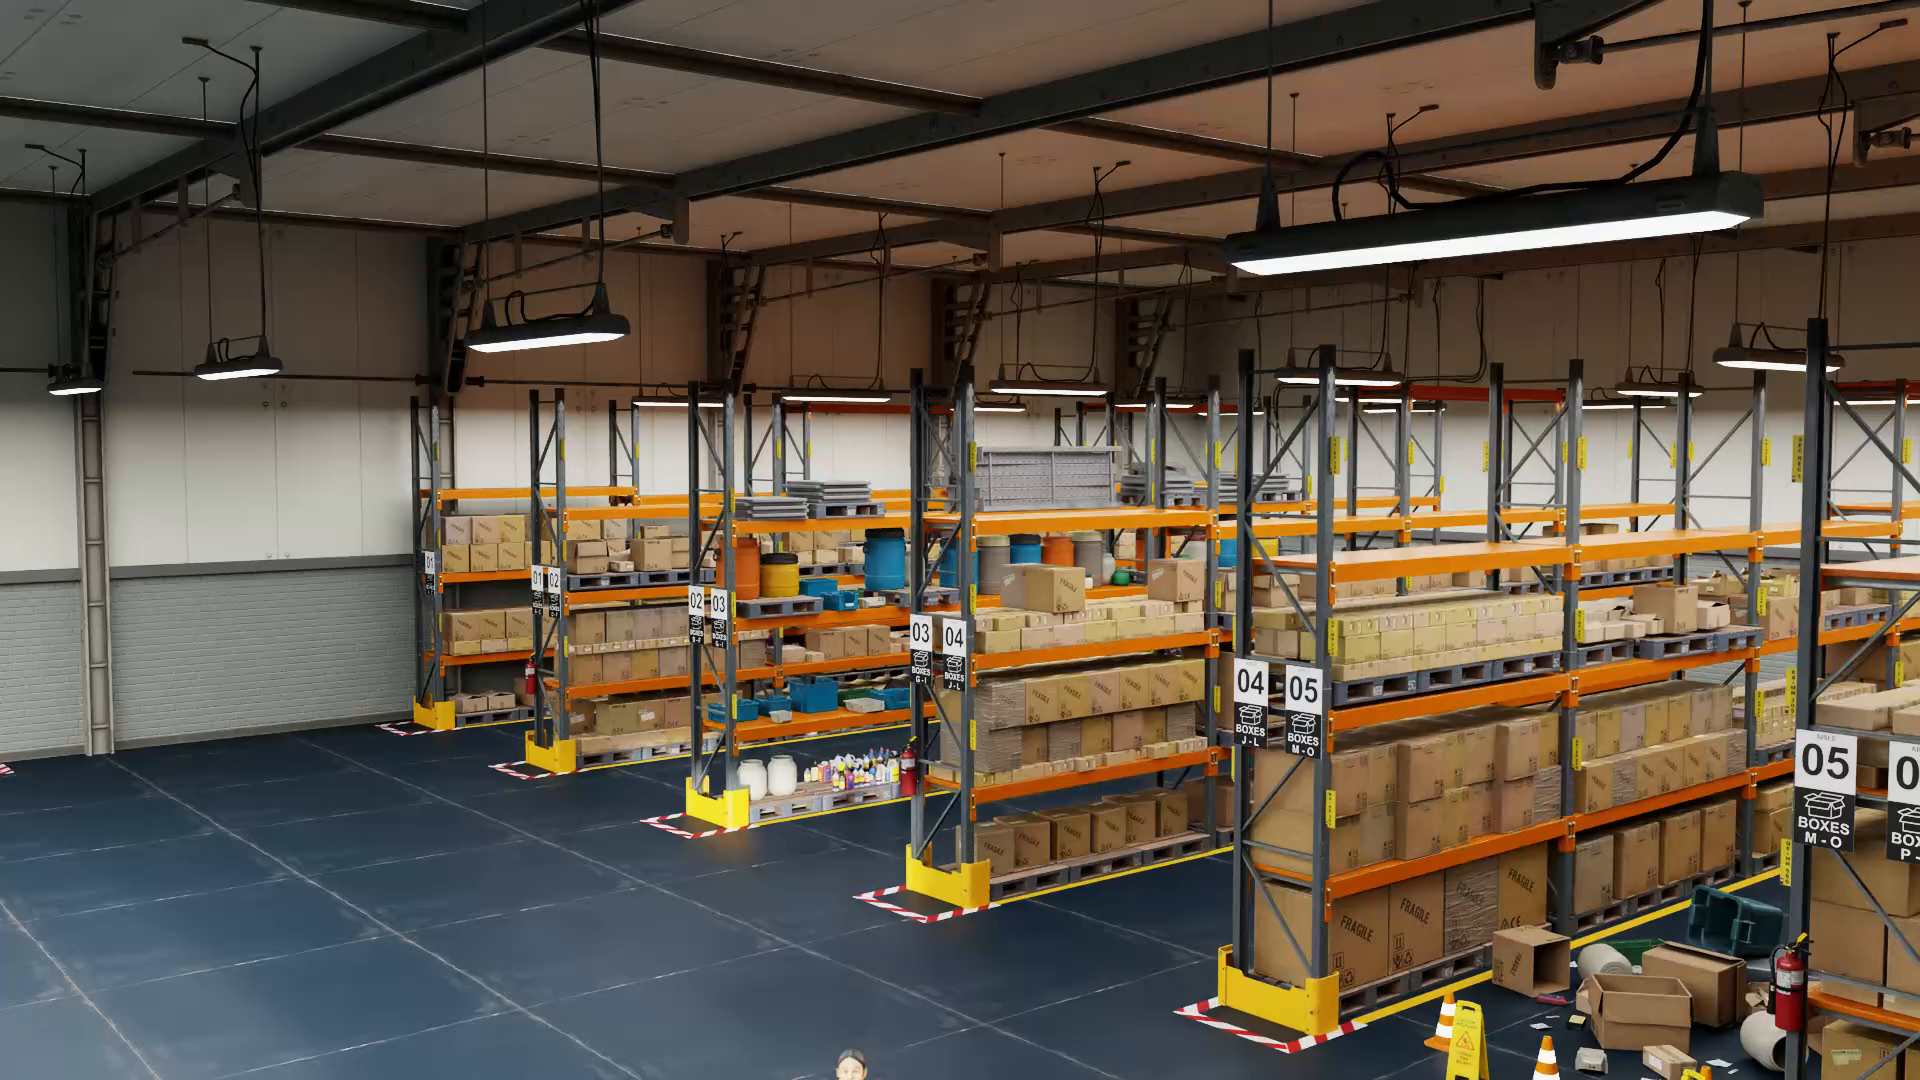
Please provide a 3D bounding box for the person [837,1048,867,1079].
[{"bbox_3d":[-0.609,3.775,9.655,0.582,1.632,0.652,0,3,3],"label":"person"}]
